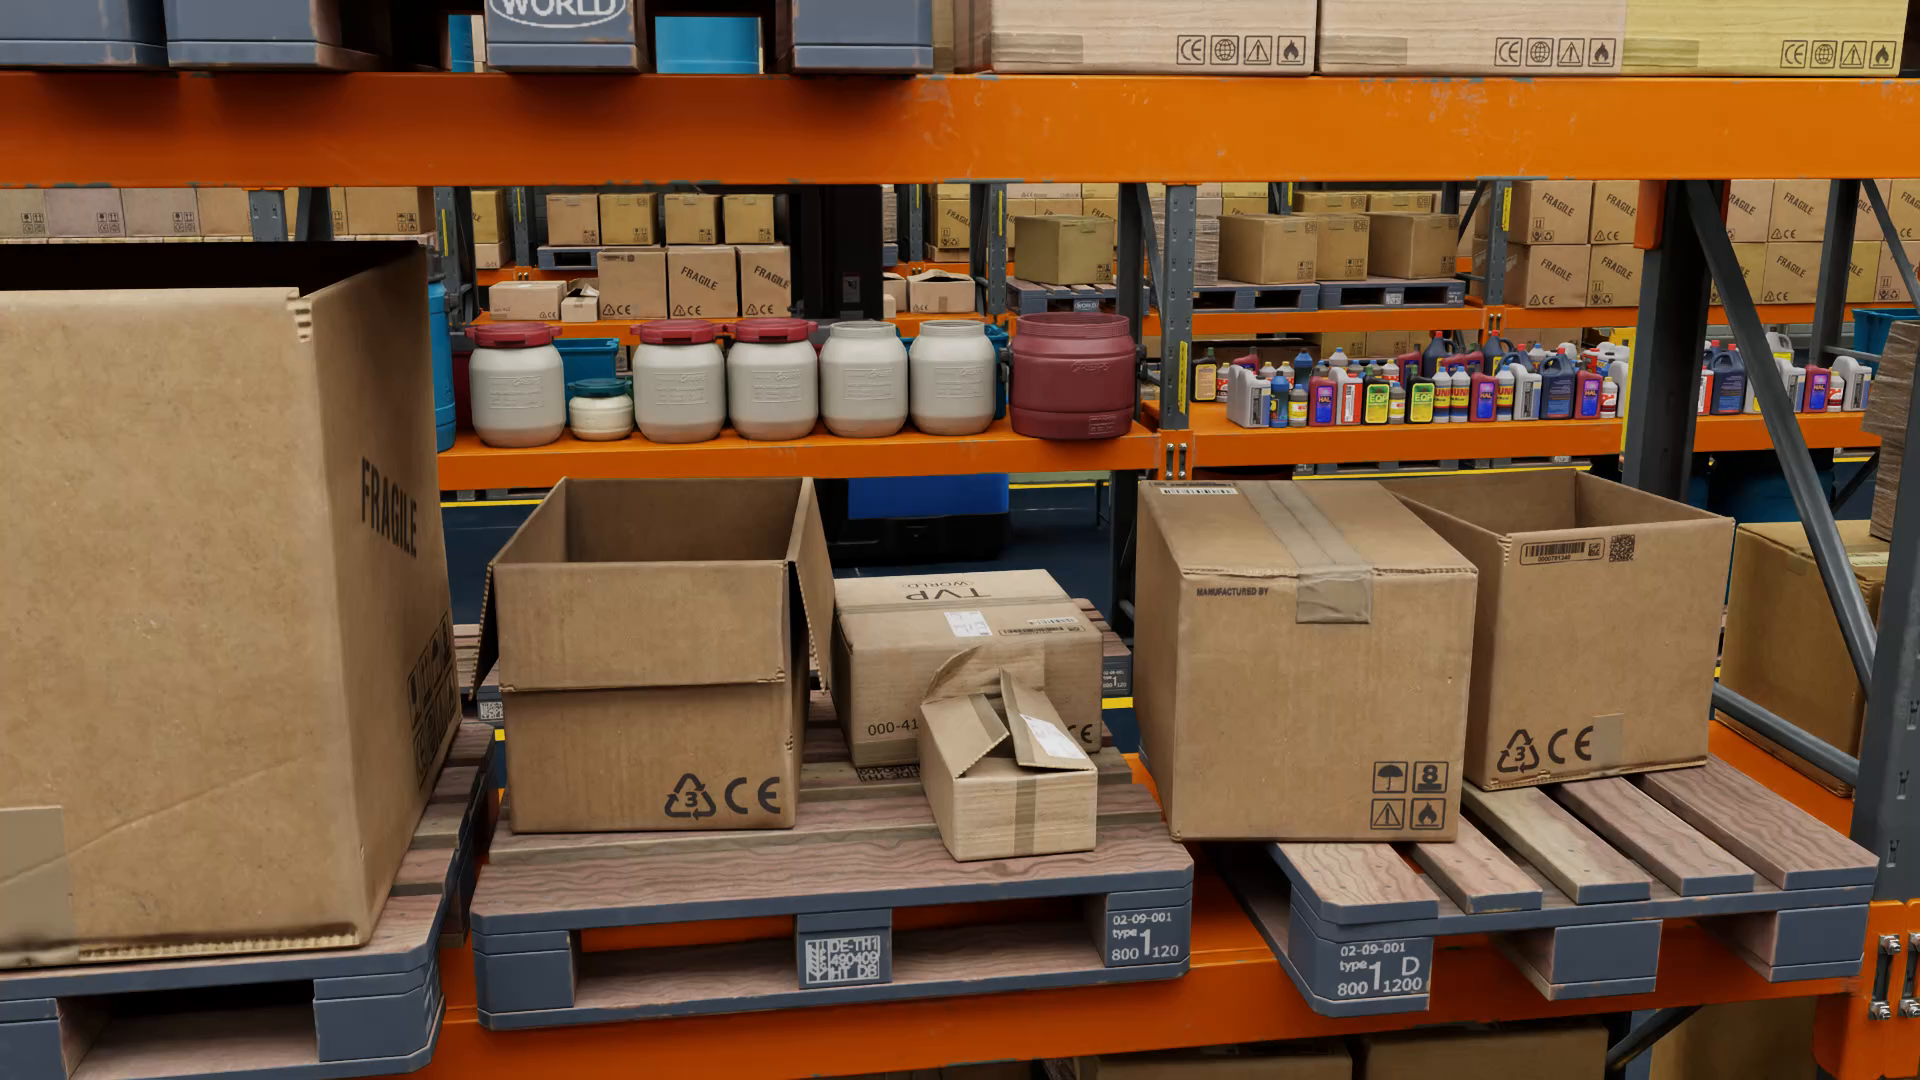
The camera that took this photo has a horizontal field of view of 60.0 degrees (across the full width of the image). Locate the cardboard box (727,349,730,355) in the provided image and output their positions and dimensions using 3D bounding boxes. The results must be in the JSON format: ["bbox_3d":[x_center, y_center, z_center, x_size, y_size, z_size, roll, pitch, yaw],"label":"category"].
[{"bbox_3d":[-2.247,-2.140,17.825,0.500,0.500,0.700,-2,14,-9],"label":"cardboard box"}]

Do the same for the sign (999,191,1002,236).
[{"bbox_3d":[0.299,-2.430,12.367,0.005,0.325,0.100,-2,14,-8],"label":"sign"}]

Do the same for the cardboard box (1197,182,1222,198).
[{"bbox_3d":[2.496,-3.810,17.849,0.500,0.250,0.500,-2,14,-7],"label":"cardboard box"}]

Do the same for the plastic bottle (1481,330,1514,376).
[{"bbox_3d":[2.892,-0.953,8.956,0.185,0.351,0.144,-2,14,-8],"label":"plastic bottle"}]

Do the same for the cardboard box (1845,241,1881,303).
[{"bbox_3d":[7.209,-2.239,13.779,0.500,0.500,0.500,-2,14,-8],"label":"cardboard box"}]

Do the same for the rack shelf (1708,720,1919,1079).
[{"bbox_3d":[3.663,0.657,3.914,4.000,0.370,1.077,-2,14,-8],"label":"rack shelf"}]

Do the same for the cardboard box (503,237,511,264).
[{"bbox_3d":[-4.981,-3.020,17.366,0.500,0.250,0.500,-2,14,-8],"label":"cardboard box"}]

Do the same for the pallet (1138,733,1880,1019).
[{"bbox_3d":[0.996,0.525,3.355,1.003,0.211,1.213,-2,14,-8],"label":"pallet"}]

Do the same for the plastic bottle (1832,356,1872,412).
[{"bbox_3d":[4.561,-0.803,8.514,0.135,0.276,0.152,-2,14,-8],"label":"plastic bottle"}]

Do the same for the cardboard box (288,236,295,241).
[{"bbox_3d":[-4.742,-2.131,12.012,0.250,0.149,0.380,-2,14,-8],"label":"cardboard box"}]

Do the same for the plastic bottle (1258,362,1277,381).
[{"bbox_3d":[1.629,-0.840,8.812,0.097,0.201,0.097,0,14,0],"label":"plastic bottle"}]

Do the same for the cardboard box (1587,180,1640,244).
[{"bbox_3d":[5.186,-2.649,13.357,0.500,0.500,0.500,-3,14,-10],"label":"cardboard box"}]

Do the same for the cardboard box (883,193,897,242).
[{"bbox_3d":[-0.992,-3.436,17.647,0.500,0.500,0.700,-4,15,-15],"label":"cardboard box"}]

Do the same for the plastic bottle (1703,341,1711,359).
[{"bbox_3d":[4.026,-0.957,9.127,0.135,0.276,0.152,-2,14,-8],"label":"plastic bottle"}]

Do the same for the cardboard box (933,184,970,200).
[{"bbox_3d":[-0.013,-3.715,17.470,0.500,0.250,0.500,-2,14,-7],"label":"cardboard box"}]

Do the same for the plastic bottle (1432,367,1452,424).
[{"bbox_3d":[2.360,-0.714,8.166,0.097,0.271,0.097,0,14,0],"label":"plastic bottle"}]

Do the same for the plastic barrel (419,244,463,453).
[{"bbox_3d":[-2.581,-0.850,7.414,0.708,0.901,0.600,-2,14,-8],"label":"plastic barrel"}]

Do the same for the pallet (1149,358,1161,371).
[{"bbox_3d":[2.675,-1.940,18.523,1.213,0.211,1.003,-2,14,-8],"label":"pallet"}]

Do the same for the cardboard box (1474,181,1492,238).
[{"bbox_3d":[4.630,-2.761,13.805,0.500,0.500,0.500,-2,14,-8],"label":"cardboard box"}]

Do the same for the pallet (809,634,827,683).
[{"bbox_3d":[-1.028,0.604,8.379,1.213,0.211,1.003,-2,14,-8],"label":"pallet"}]

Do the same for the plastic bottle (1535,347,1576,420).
[{"bbox_3d":[2.953,-0.780,8.266,0.185,0.351,0.144,-2,14,-8],"label":"plastic bottle"}]

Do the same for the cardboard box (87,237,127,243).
[{"bbox_3d":[-6.004,-2.085,11.830,0.250,0.149,0.380,-2,14,-9],"label":"cardboard box"}]

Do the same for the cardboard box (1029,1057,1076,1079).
[{"bbox_3d":[0.479,1.432,3.579,0.500,0.500,0.700,-3,14,-13],"label":"cardboard box"}]

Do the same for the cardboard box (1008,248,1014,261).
[{"bbox_3d":[0.588,-3.073,17.783,0.250,0.149,0.380,-2,14,-9],"label":"cardboard box"}]

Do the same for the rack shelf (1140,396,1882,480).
[{"bbox_3d":[2.925,-0.534,8.664,4.000,0.370,1.077,-2,14,-8],"label":"rack shelf"}]

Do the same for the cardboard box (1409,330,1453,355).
[{"bbox_3d":[5.187,-2.368,18.772,0.500,0.500,0.700,-2,14,-7],"label":"cardboard box"}]

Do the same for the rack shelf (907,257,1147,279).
[{"bbox_3d":[1.449,-2.917,18.167,4.000,0.370,1.077,-2,14,-8],"label":"rack shelf"}]

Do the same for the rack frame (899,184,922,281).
[{"bbox_3d":[-0.529,-3.194,17.790,0.127,3.000,1.000,-2,14,-8],"label":"rack frame"}]

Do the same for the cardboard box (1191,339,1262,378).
[{"bbox_3d":[2.169,-1.498,13.723,0.500,0.250,0.500,-2,14,-9],"label":"cardboard box"}]

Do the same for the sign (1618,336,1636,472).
[{"bbox_3d":[1.599,-0.314,3.928,0.005,0.325,0.100,-2,14,-8],"label":"sign"}]

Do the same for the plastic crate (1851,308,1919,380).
[{"bbox_3d":[5.313,-1.076,9.255,0.575,0.384,0.392,-2,14,-8],"label":"plastic crate"}]

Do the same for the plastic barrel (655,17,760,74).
[{"bbox_3d":[-1.244,-2.482,7.755,0.708,0.901,0.600,-2,14,-8],"label":"plastic barrel"}]

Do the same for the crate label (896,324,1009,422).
[{"bbox_3d":[-0.075,-0.857,8.399,0.616,0.435,0.502,-2,14,-8],"label":"crate label"}]

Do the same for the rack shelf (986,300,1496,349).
[{"bbox_3d":[2.191,-1.726,13.416,4.000,0.370,1.077,-2,14,-8],"label":"rack shelf"}]

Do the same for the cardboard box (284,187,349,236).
[{"bbox_3d":[-4.680,-2.499,12.147,0.500,0.500,0.700,-2,14,-8],"label":"cardboard box"}]

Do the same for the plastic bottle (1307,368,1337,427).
[{"bbox_3d":[1.755,-0.693,8.058,0.133,0.283,0.061,-2,14,-8],"label":"plastic bottle"}]

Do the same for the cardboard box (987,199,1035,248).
[{"bbox_3d":[0.509,-3.369,17.631,0.500,0.500,0.500,-2,14,-6],"label":"cardboard box"}]

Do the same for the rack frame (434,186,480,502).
[{"bbox_3d":[-3.742,-1.857,12.461,0.127,3.000,1.000,-2,14,-8],"label":"rack frame"}]

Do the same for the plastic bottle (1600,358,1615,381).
[{"bbox_3d":[3.302,-0.786,8.453,0.097,0.271,0.097,0,14,0],"label":"plastic bottle"}]

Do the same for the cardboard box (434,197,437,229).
[{"bbox_3d":[-5.398,-3.238,16.694,0.500,0.500,0.500,-2,14,-9],"label":"cardboard box"}]

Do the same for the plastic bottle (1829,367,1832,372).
[{"bbox_3d":[4.524,-0.797,8.640,0.097,0.201,0.097,0,14,0],"label":"plastic bottle"}]

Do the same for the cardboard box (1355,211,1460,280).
[{"bbox_3d":[3.667,-2.436,13.700,0.500,0.500,0.700,-7,16,-27],"label":"cardboard box"}]

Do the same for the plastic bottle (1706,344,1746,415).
[{"bbox_3d":[3.860,-0.813,8.398,0.185,0.351,0.144,-2,14,-8],"label":"plastic bottle"}]

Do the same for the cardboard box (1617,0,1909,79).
[{"bbox_3d":[1.252,-0.925,2.887,0.500,0.250,0.500,-2,14,-8],"label":"cardboard box"}]

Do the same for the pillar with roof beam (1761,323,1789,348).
[{"bbox_3d":[10.564,-5.664,15.307,0.400,9.000,9.100,-2,14,-8],"label":"pillar with roof beam"}]

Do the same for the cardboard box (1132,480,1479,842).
[{"bbox_3d":[0.620,0.202,3.181,0.500,0.500,0.700,0,14,0],"label":"cardboard box"}]

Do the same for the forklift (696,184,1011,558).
[{"bbox_3d":[-1.237,-1.358,10.610,3.031,2.935,1.130,-2,14,-9],"label":"forklift"}]

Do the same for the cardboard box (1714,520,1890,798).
[{"bbox_3d":[2.136,0.255,3.834,0.500,0.500,0.500,-2,14,-7],"label":"cardboard box"}]

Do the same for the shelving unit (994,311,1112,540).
[{"bbox_3d":[0.629,-0.756,11.151,0.755,1.500,0.431,-2,14,-9],"label":"shelving unit"}]

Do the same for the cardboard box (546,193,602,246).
[{"bbox_3d":[-3.976,-3.321,17.187,0.500,0.500,0.700,-2,14,-8],"label":"cardboard box"}]

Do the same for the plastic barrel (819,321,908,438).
[{"bbox_3d":[-0.455,-0.761,7.860,0.421,0.512,0.421,0,14,0],"label":"plastic barrel"}]

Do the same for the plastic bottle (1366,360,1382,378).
[{"bbox_3d":[2.206,-0.861,8.897,0.097,0.201,0.097,0,14,0],"label":"plastic bottle"}]

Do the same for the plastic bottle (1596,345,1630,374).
[{"bbox_3d":[3.495,-0.900,8.900,0.135,0.276,0.152,-2,14,-8],"label":"plastic bottle"}]

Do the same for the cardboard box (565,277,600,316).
[{"bbox_3d":[-2.900,-1.868,12.781,0.258,0.266,0.396,-2,14,-10],"label":"cardboard box"}]

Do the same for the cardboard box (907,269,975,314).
[{"bbox_3d":[-0.153,-1.956,13.039,0.500,0.311,0.500,-1,14,-5],"label":"cardboard box"}]

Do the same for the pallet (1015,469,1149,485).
[{"bbox_3d":[0.957,-0.668,13.450,1.213,0.211,1.003,-2,14,-8],"label":"pallet"}]

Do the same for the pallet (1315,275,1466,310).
[{"bbox_3d":[3.362,-2.051,13.630,1.213,0.211,1.003,-2,14,-8],"label":"pallet"}]

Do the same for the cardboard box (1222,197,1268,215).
[{"bbox_3d":[3.008,-3.464,18.009,0.500,0.500,0.500,-2,14,-9],"label":"cardboard box"}]
